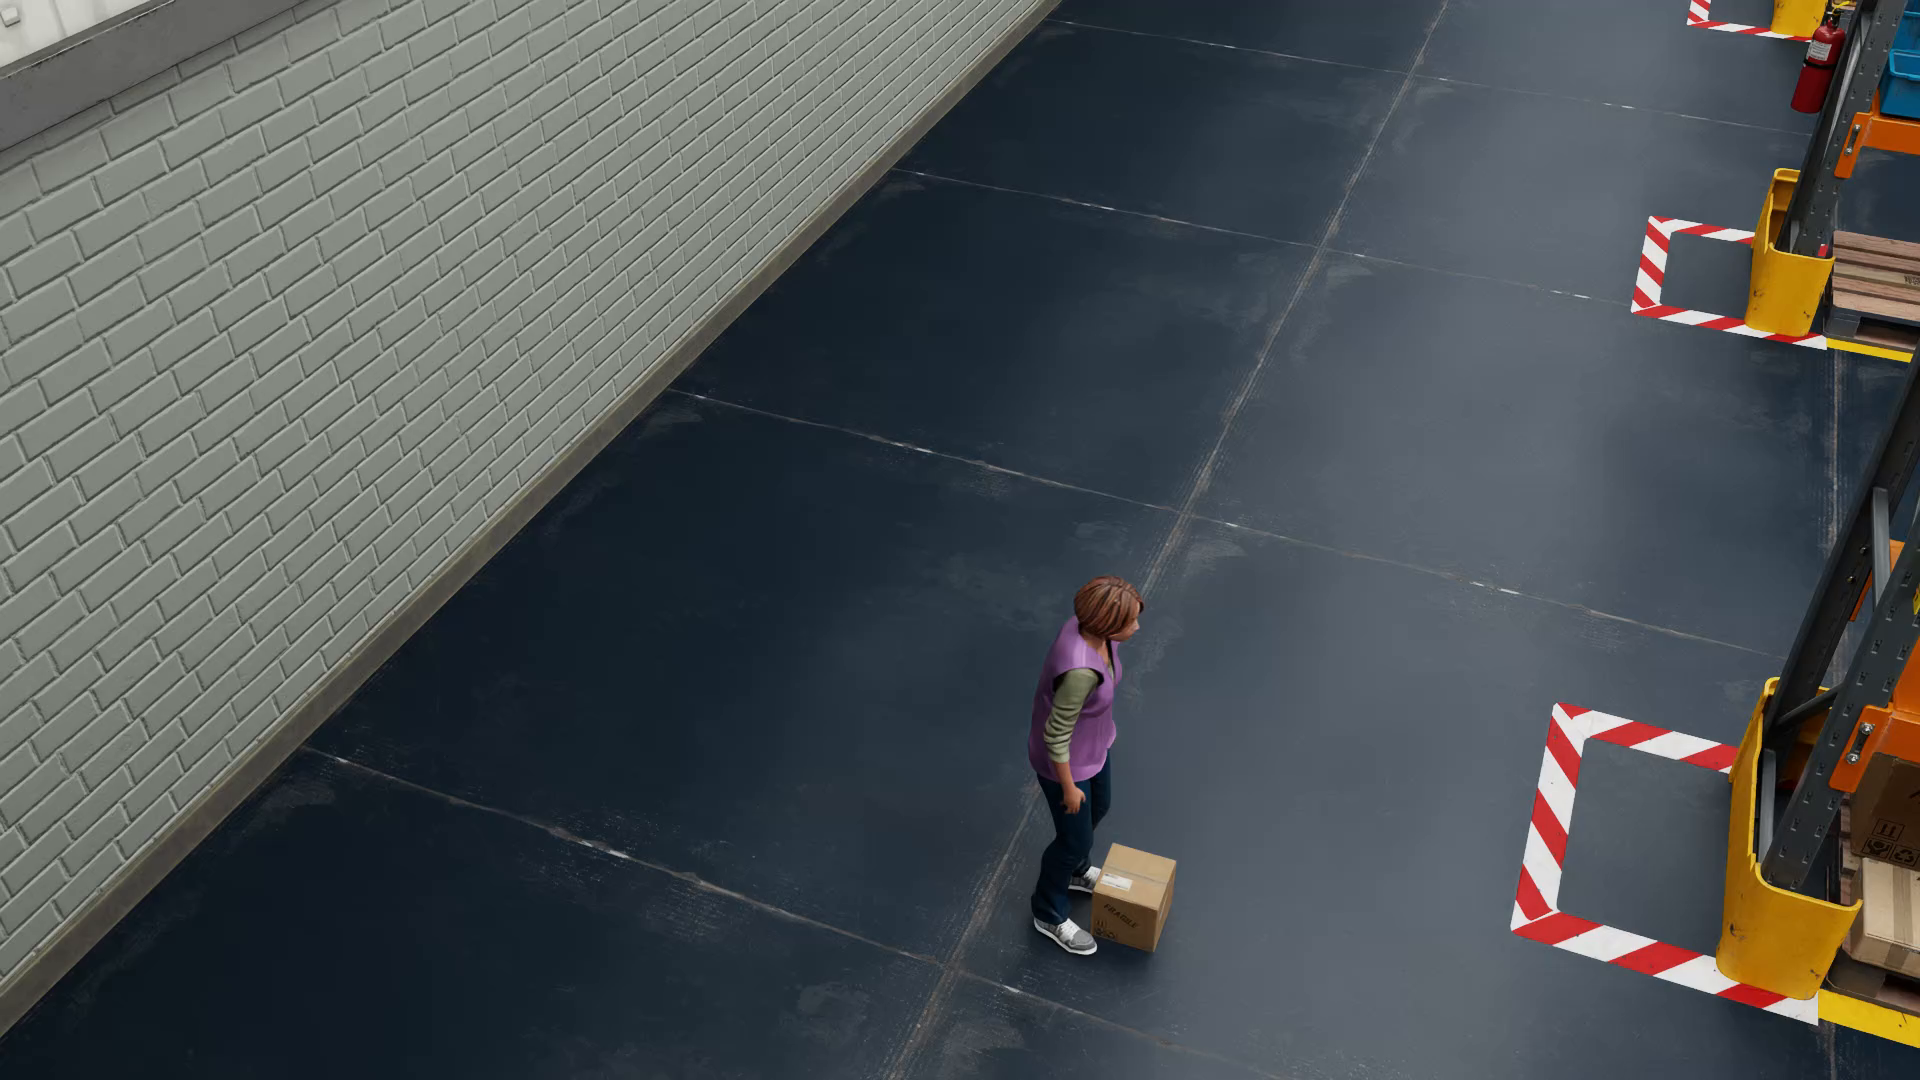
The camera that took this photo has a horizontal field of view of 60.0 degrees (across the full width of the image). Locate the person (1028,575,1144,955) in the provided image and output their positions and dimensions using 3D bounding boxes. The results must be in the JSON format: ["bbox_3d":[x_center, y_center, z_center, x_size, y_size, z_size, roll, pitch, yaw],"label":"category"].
[{"bbox_3d":[0.421,0.757,5.858,0.346,1.592,0.467,13,40,16],"label":"person"}]
